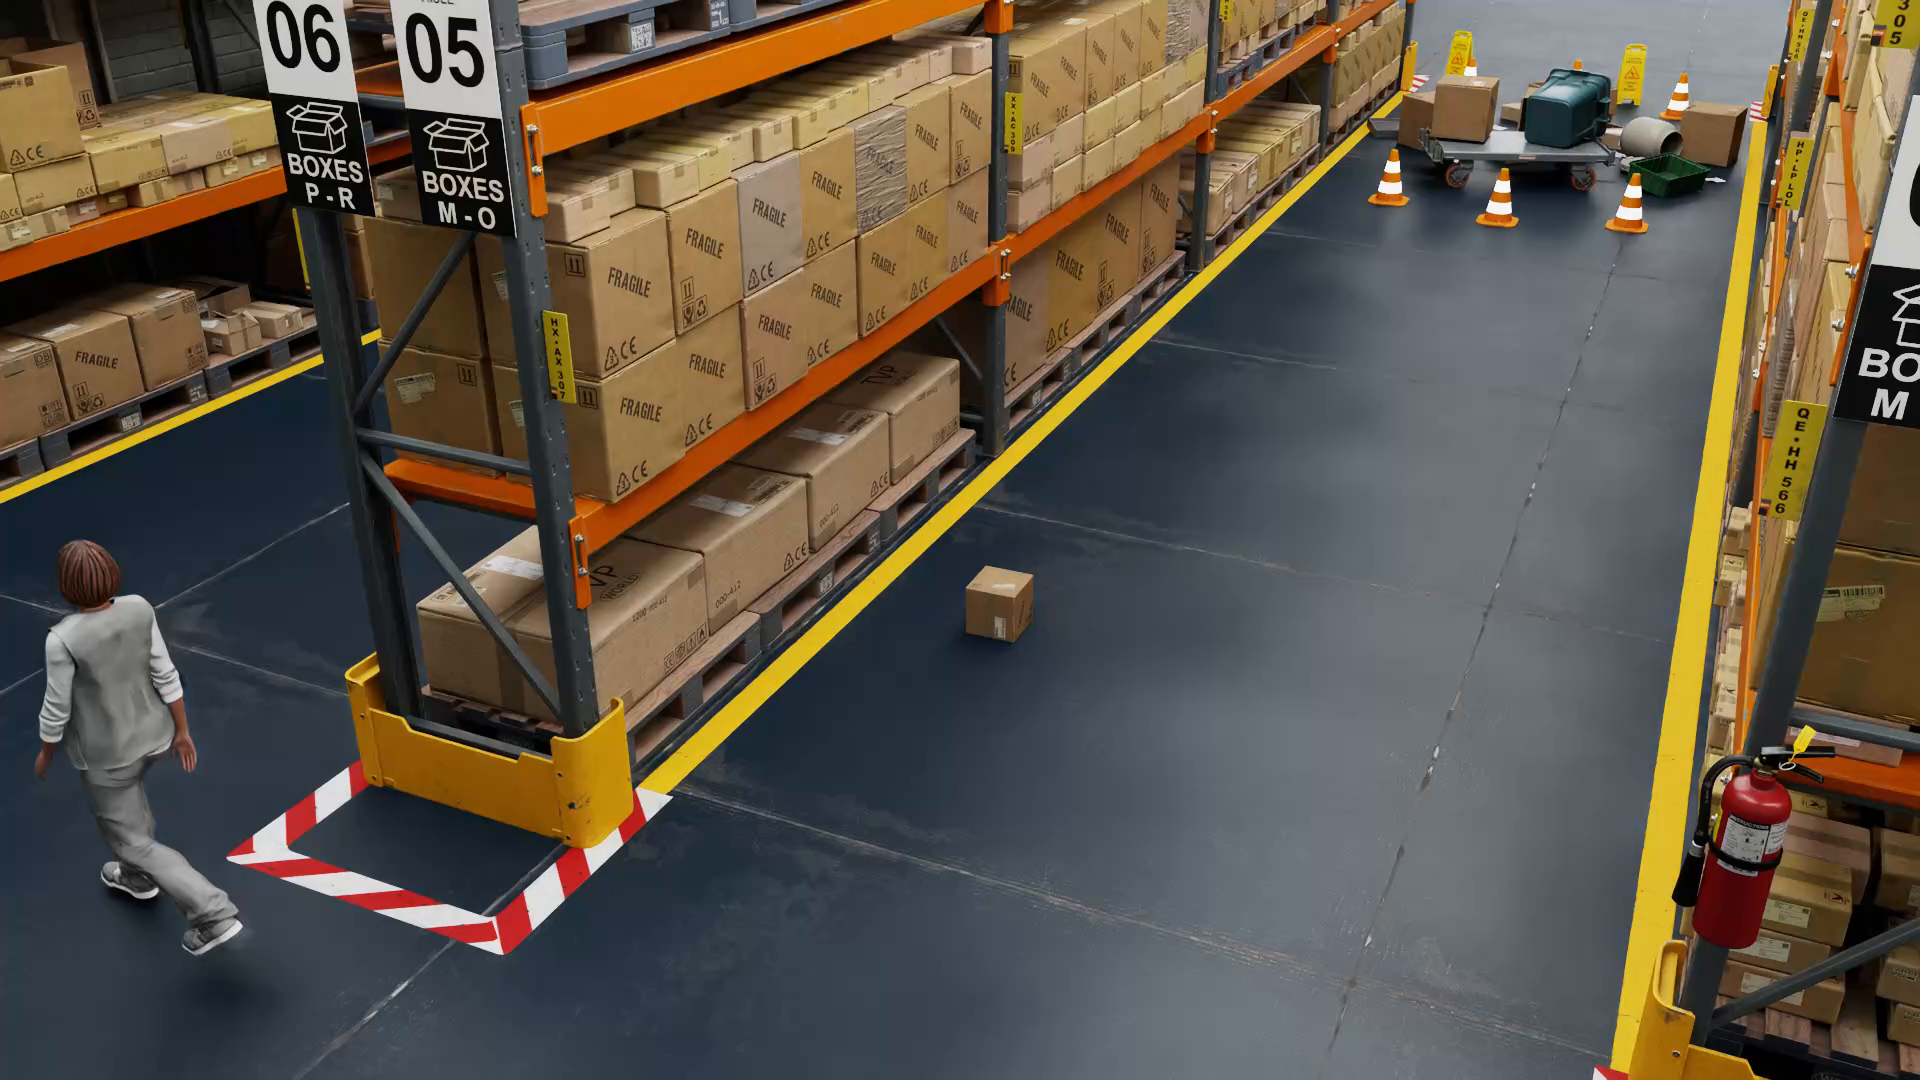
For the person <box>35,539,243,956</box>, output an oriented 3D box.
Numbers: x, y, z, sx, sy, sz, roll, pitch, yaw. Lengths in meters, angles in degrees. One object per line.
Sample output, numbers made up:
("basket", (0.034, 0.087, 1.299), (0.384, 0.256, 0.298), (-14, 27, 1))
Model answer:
("person", (-2.864, 0.715, 5.707), (0.907, 1.520, 0.418), (12, 29, 23))
